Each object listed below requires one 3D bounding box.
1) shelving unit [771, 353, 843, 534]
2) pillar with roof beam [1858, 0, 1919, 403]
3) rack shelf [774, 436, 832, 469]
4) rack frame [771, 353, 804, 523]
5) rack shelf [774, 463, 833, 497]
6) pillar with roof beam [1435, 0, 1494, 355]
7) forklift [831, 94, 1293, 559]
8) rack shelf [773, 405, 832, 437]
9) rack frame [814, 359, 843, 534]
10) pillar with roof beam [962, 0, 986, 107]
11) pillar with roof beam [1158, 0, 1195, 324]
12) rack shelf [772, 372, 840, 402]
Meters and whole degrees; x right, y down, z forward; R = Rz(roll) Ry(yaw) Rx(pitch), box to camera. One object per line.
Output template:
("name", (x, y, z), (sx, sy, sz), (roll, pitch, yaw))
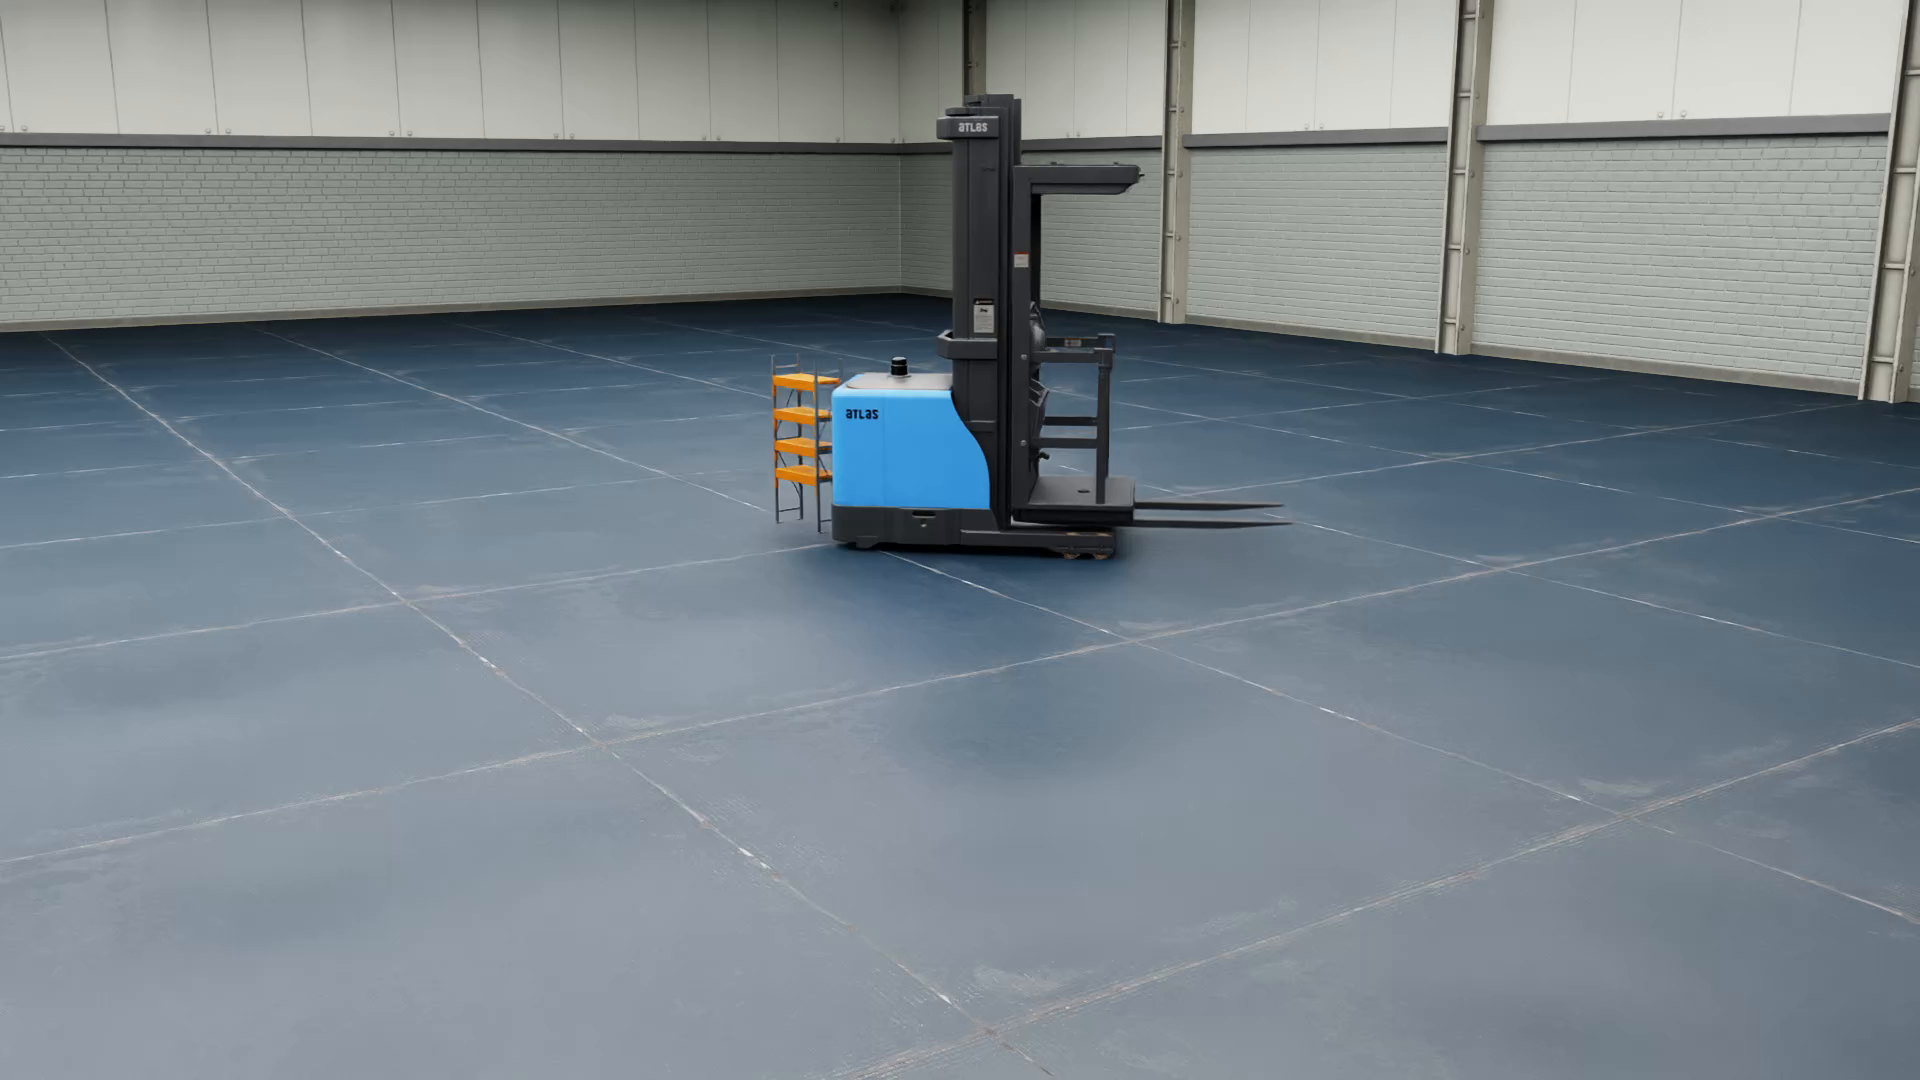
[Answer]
("shelving unit", (-1.065, -0.684, 11.682), (0.258, 1.200, 0.503), (-11, 16, -41))
("pillar with roof beam", (6.660, -5.439, 15.170), (9.100, 9.000, 0.400), (-8, 15, -33))
("rack shelf", (-1.065, -0.619, 11.697), (0.258, 0.148, 0.480), (-11, 16, -41))
("rack frame", (-1.229, -0.723, 11.859), (0.240, 1.200, 0.015), (-11, 16, -41))
("rack shelf", (-1.065, -0.425, 11.739), (0.258, 0.148, 0.480), (-11, 16, -41))
("pillar with roof beam", (3.336, -6.506, 20.050), (9.100, 9.000, 0.400), (-8, 15, -33))
("forklift", (0.698, -1.429, 11.034), (3.031, 2.935, 1.130), (1, 12, 6))
("rack shelf", (-1.065, -0.837, 11.649), (0.258, 0.148, 0.480), (-11, 16, -41))
("rack frame", (-0.901, -0.646, 11.506), (0.240, 1.200, 0.015), (-11, 16, -41))
("pillar with roof beam", (-3.313, -8.640, 29.809), (9.100, 9.000, 0.400), (-8, 15, -33))
("pillar with roof beam", (0.011, -7.573, 24.929), (9.100, 9.000, 0.400), (-8, 15, -33))
("rack shelf", (-1.065, -1.068, 11.598), (0.258, 0.148, 0.480), (-11, 16, -41))
